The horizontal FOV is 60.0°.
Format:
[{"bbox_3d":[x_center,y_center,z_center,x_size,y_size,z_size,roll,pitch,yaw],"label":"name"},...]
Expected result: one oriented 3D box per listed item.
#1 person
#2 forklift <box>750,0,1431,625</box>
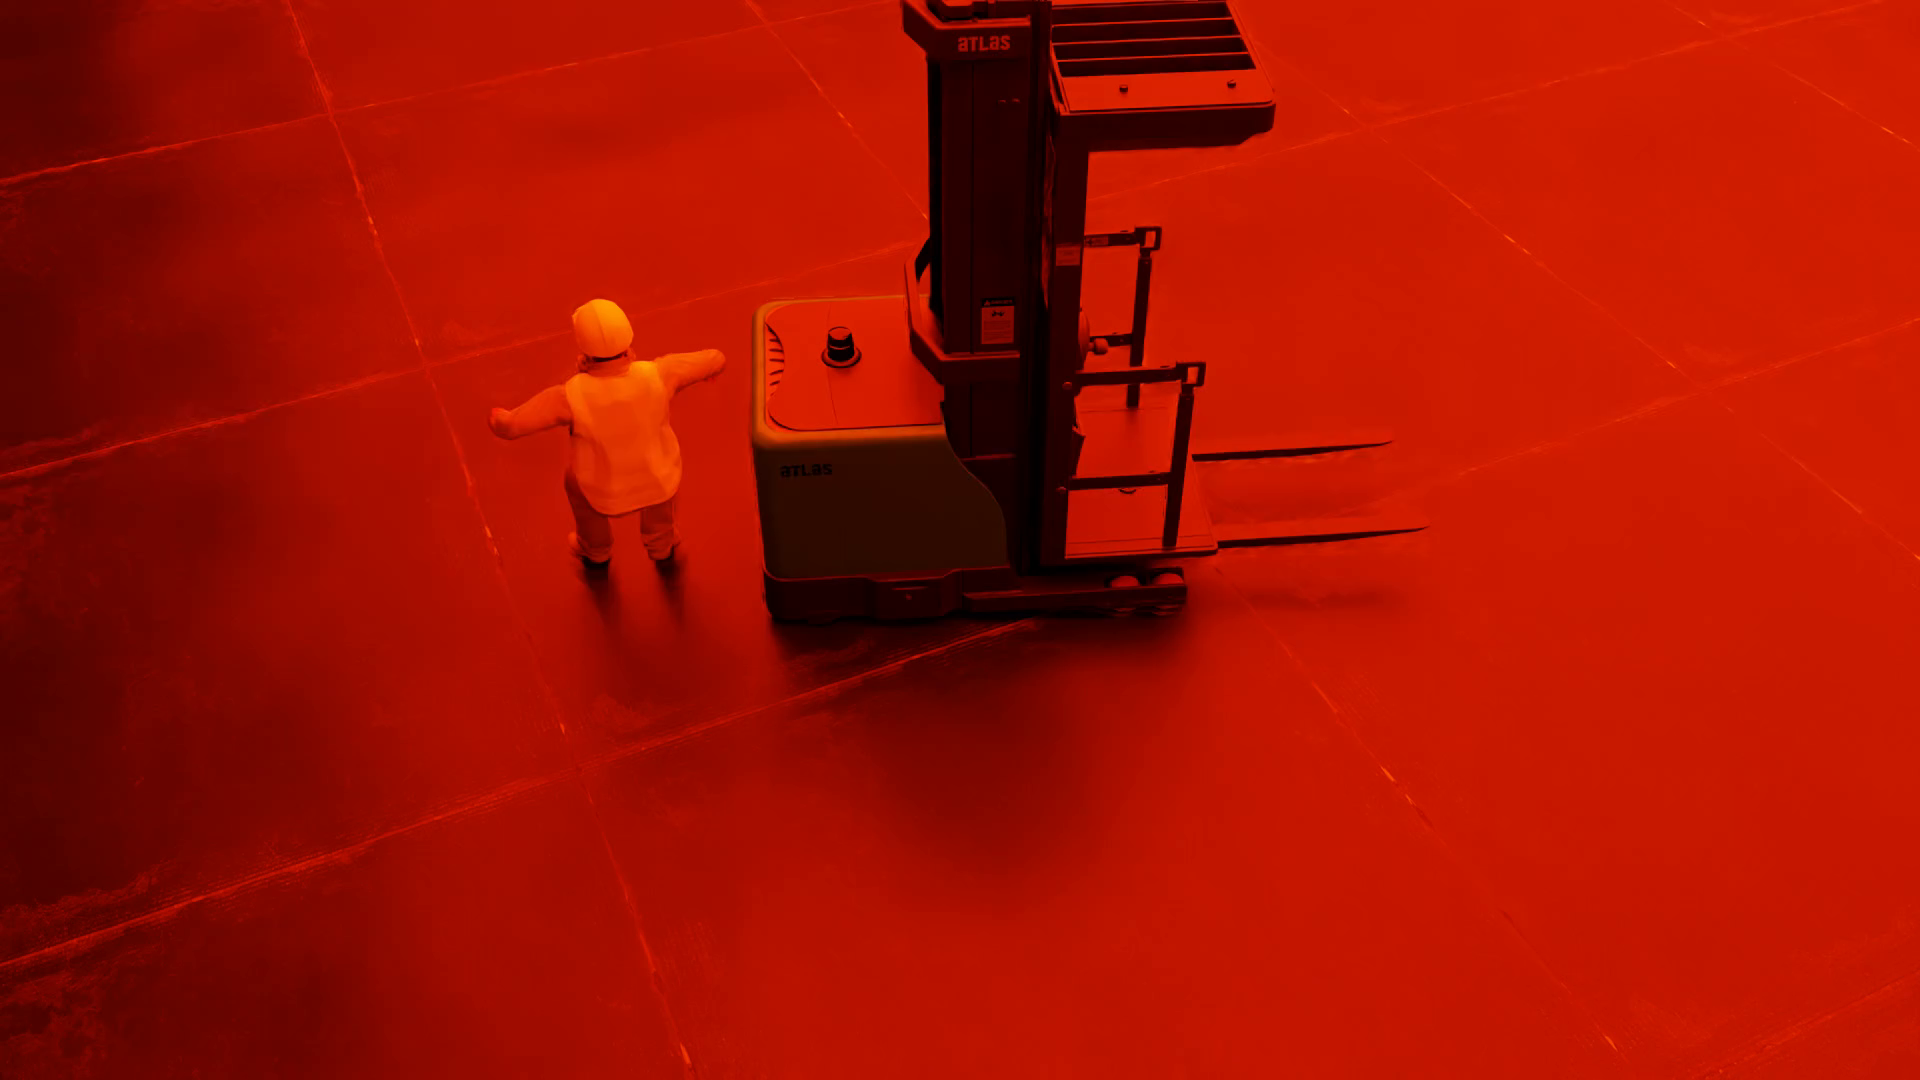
[{"bbox_3d":[-1.479,-0.418,7.130,1.007,1.641,0.765,-13,45,-14],"label":"person"},{"bbox_3d":[0.608,-1.109,6.868,3.031,2.935,1.130,-3,43,-4],"label":"forklift"}]
